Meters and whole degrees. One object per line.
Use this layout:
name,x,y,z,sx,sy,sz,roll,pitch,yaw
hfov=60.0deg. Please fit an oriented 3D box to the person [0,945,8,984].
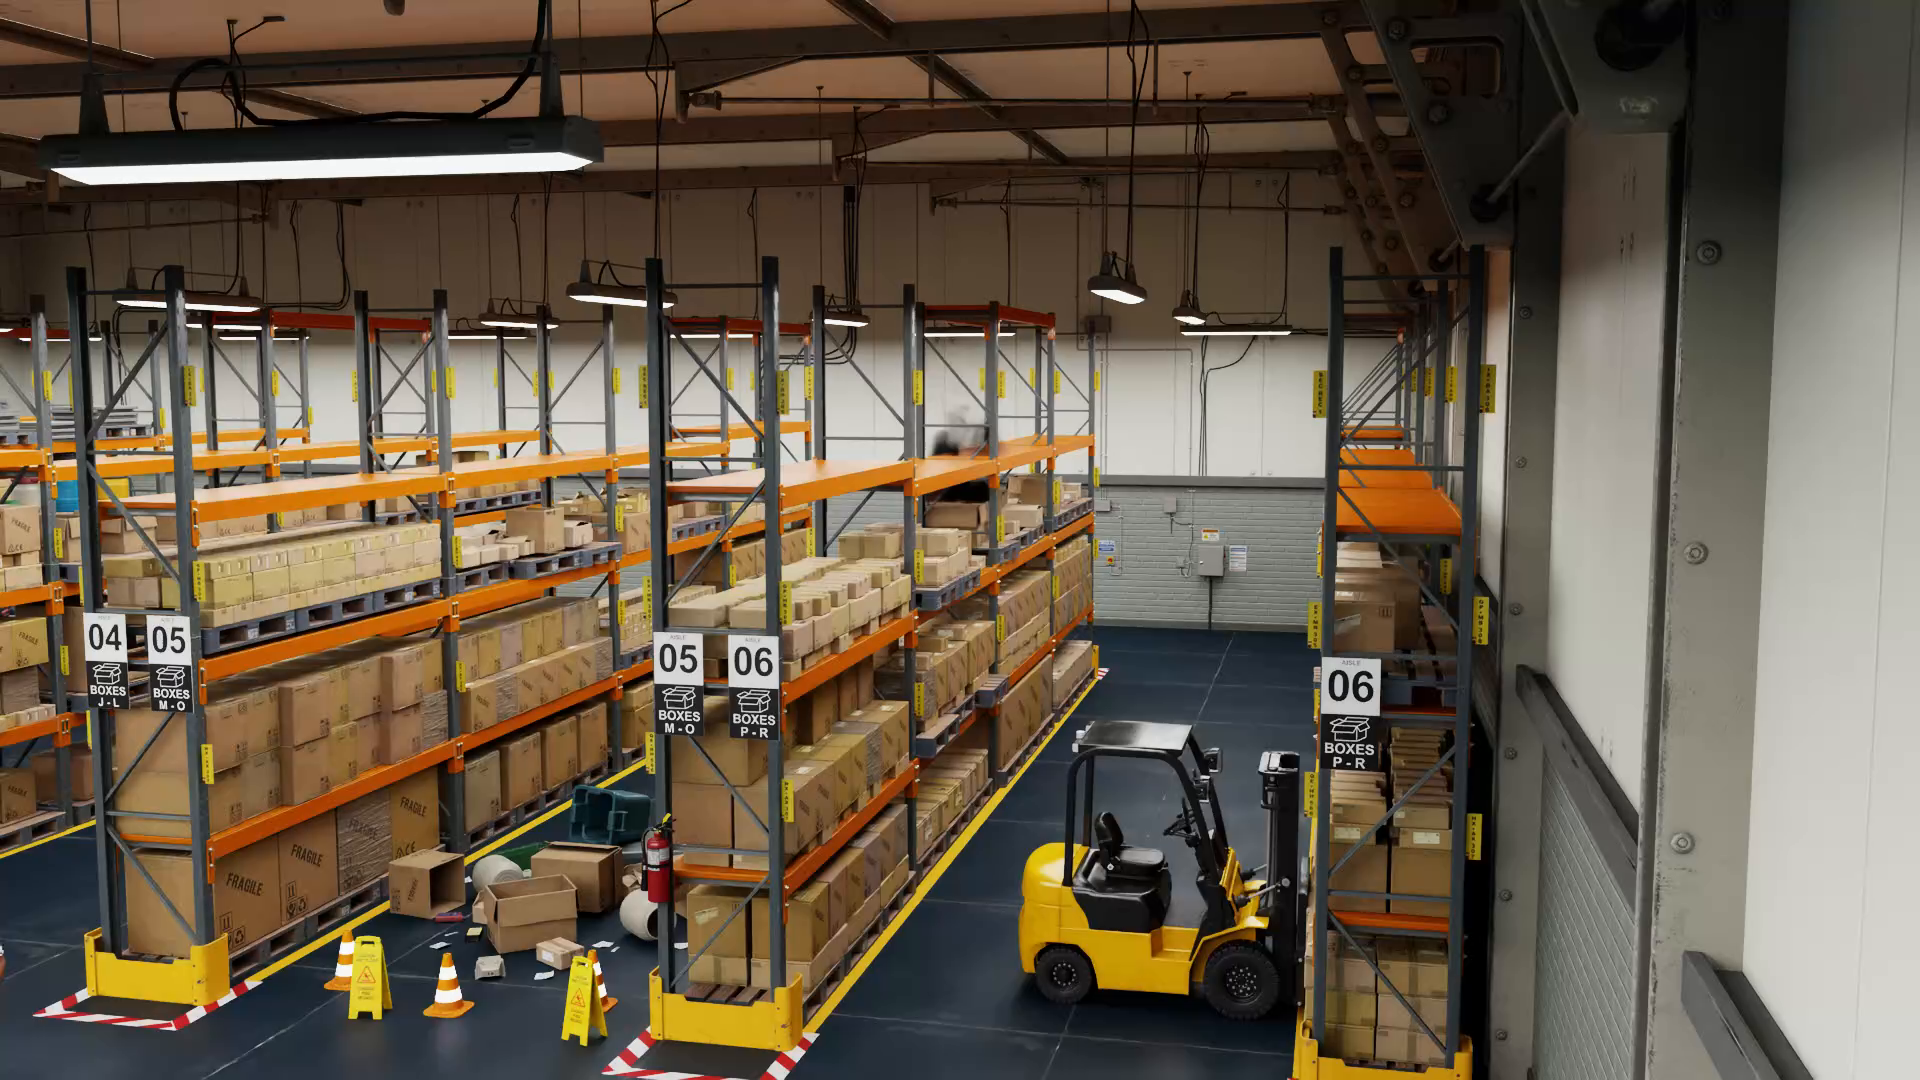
person,-6.818,3.178,11.209,0.715,1.733,0.578,-3,7,-28
